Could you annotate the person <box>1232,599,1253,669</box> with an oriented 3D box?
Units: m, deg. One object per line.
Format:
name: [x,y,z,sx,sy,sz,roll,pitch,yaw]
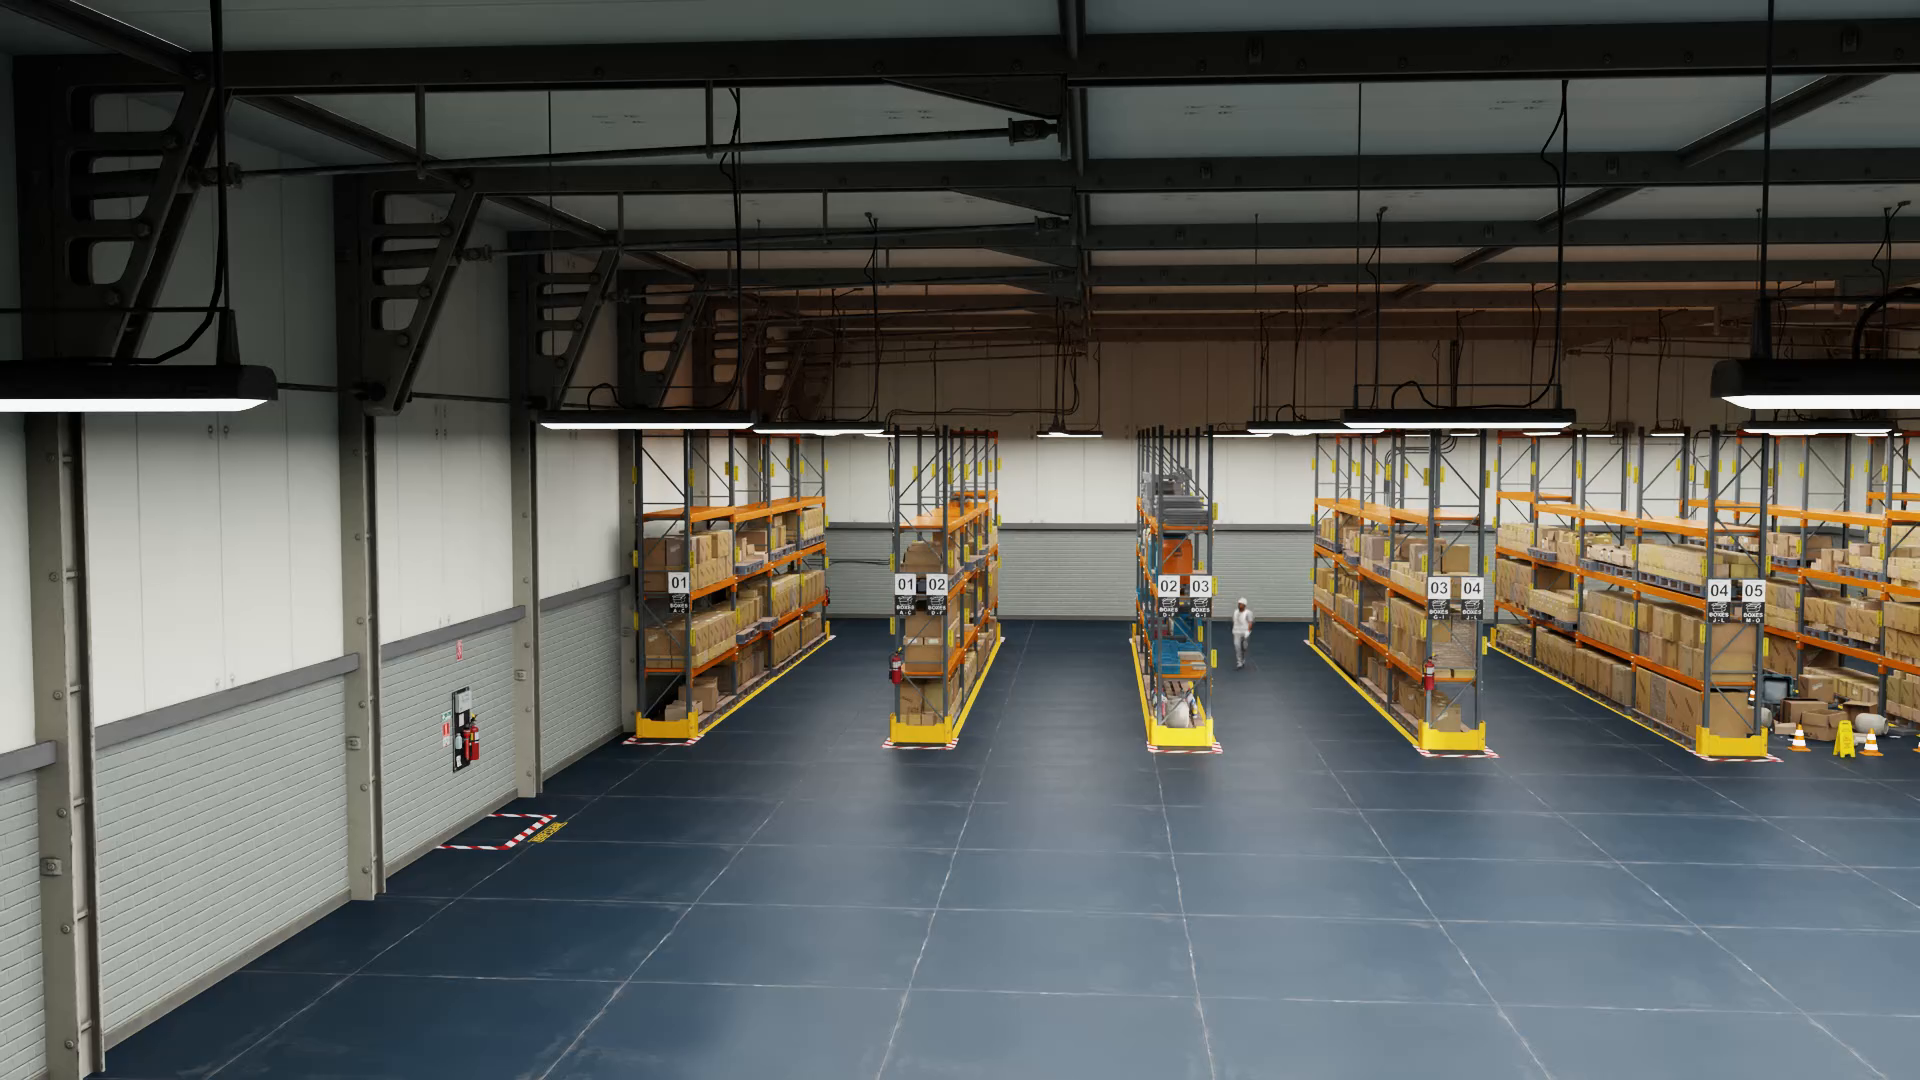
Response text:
person: [7.103,2.345,41.816,0.487,1.734,1.092,0,3,0]

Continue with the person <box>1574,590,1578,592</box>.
person: [17.185,2.021,46.739,1.112,1.719,0.697,2,4,26]
